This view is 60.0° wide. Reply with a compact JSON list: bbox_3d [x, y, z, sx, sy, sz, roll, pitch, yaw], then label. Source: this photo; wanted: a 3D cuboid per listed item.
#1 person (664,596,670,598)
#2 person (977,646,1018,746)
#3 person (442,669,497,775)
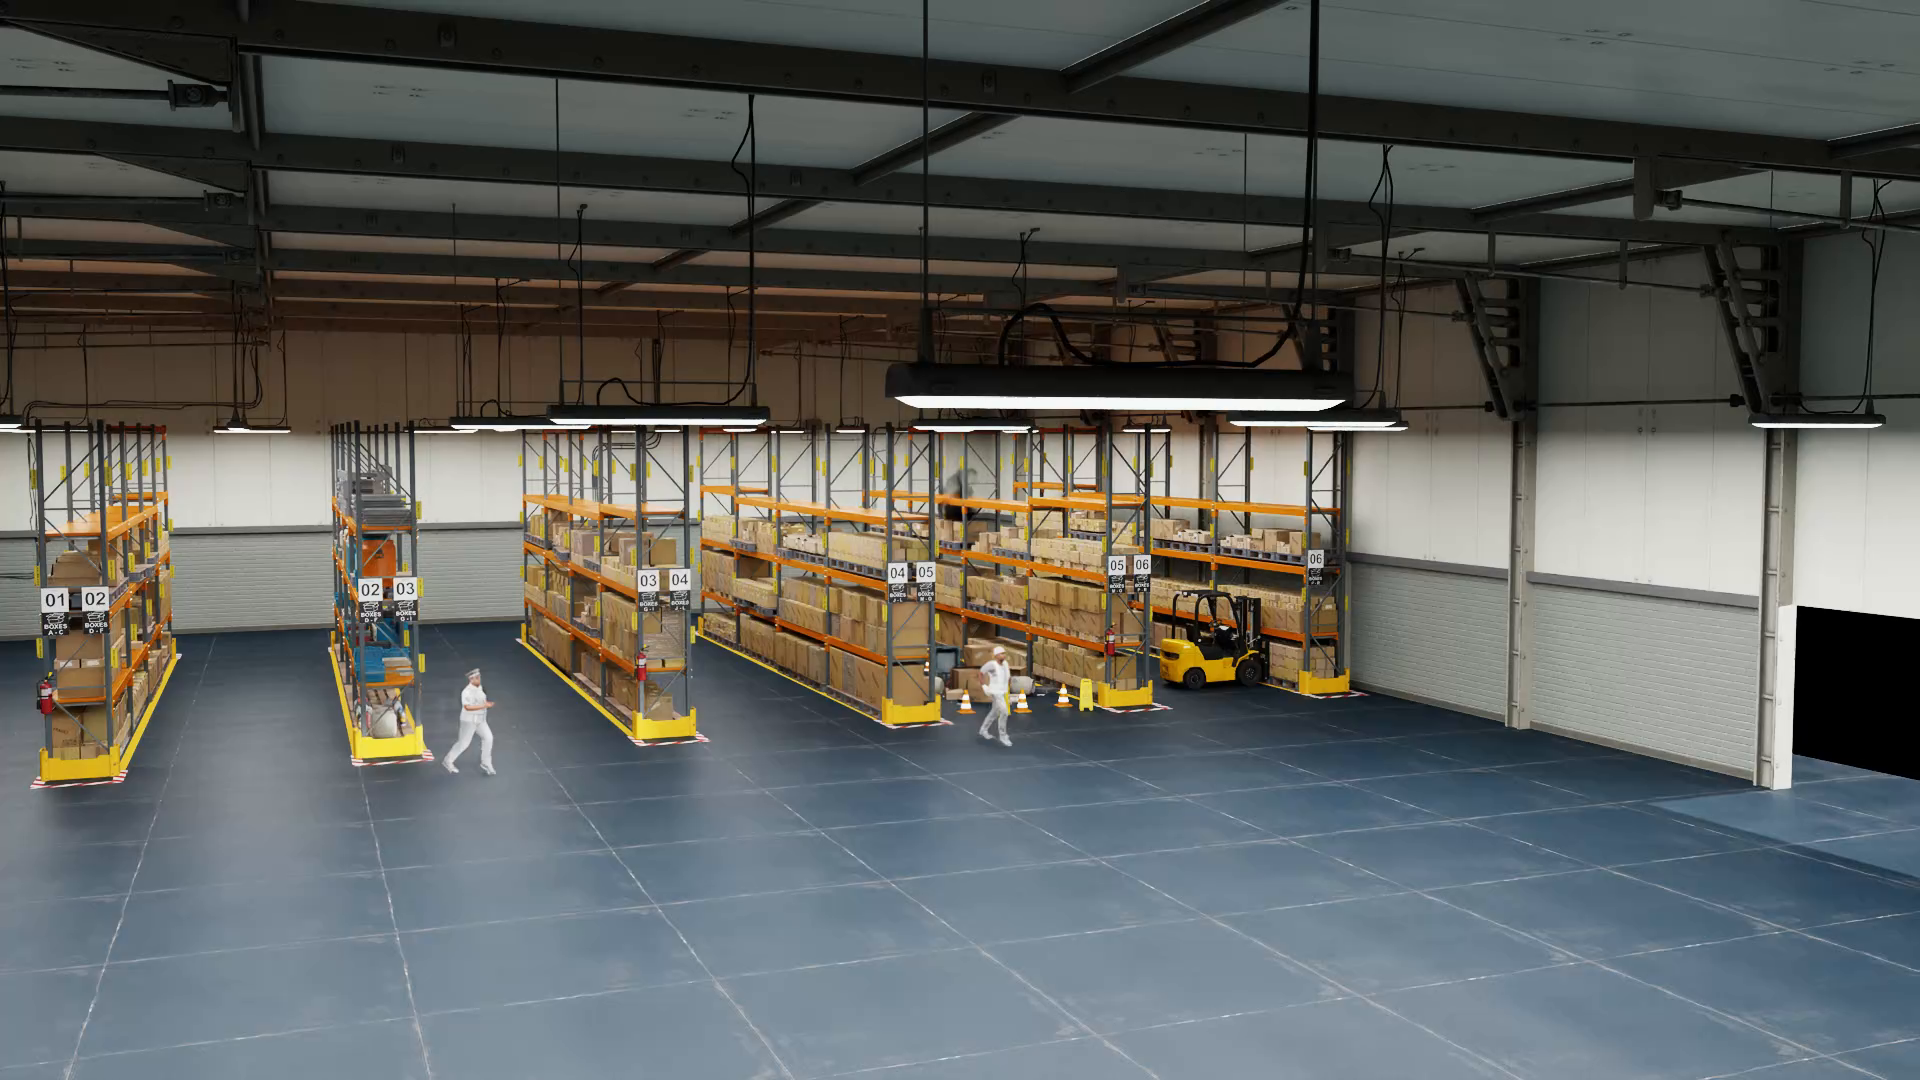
[{"bbox_3d":[-8.660,1.923,47.338,0.707,1.665,0.902,1,4,20],"label":"person"},{"bbox_3d":[0.698,2.894,31.051,0.807,1.832,0.663,2,4,29],"label":"person"},{"bbox_3d":[-8.281,3.084,28.148,0.929,1.843,0.672,1,4,14],"label":"person"}]
